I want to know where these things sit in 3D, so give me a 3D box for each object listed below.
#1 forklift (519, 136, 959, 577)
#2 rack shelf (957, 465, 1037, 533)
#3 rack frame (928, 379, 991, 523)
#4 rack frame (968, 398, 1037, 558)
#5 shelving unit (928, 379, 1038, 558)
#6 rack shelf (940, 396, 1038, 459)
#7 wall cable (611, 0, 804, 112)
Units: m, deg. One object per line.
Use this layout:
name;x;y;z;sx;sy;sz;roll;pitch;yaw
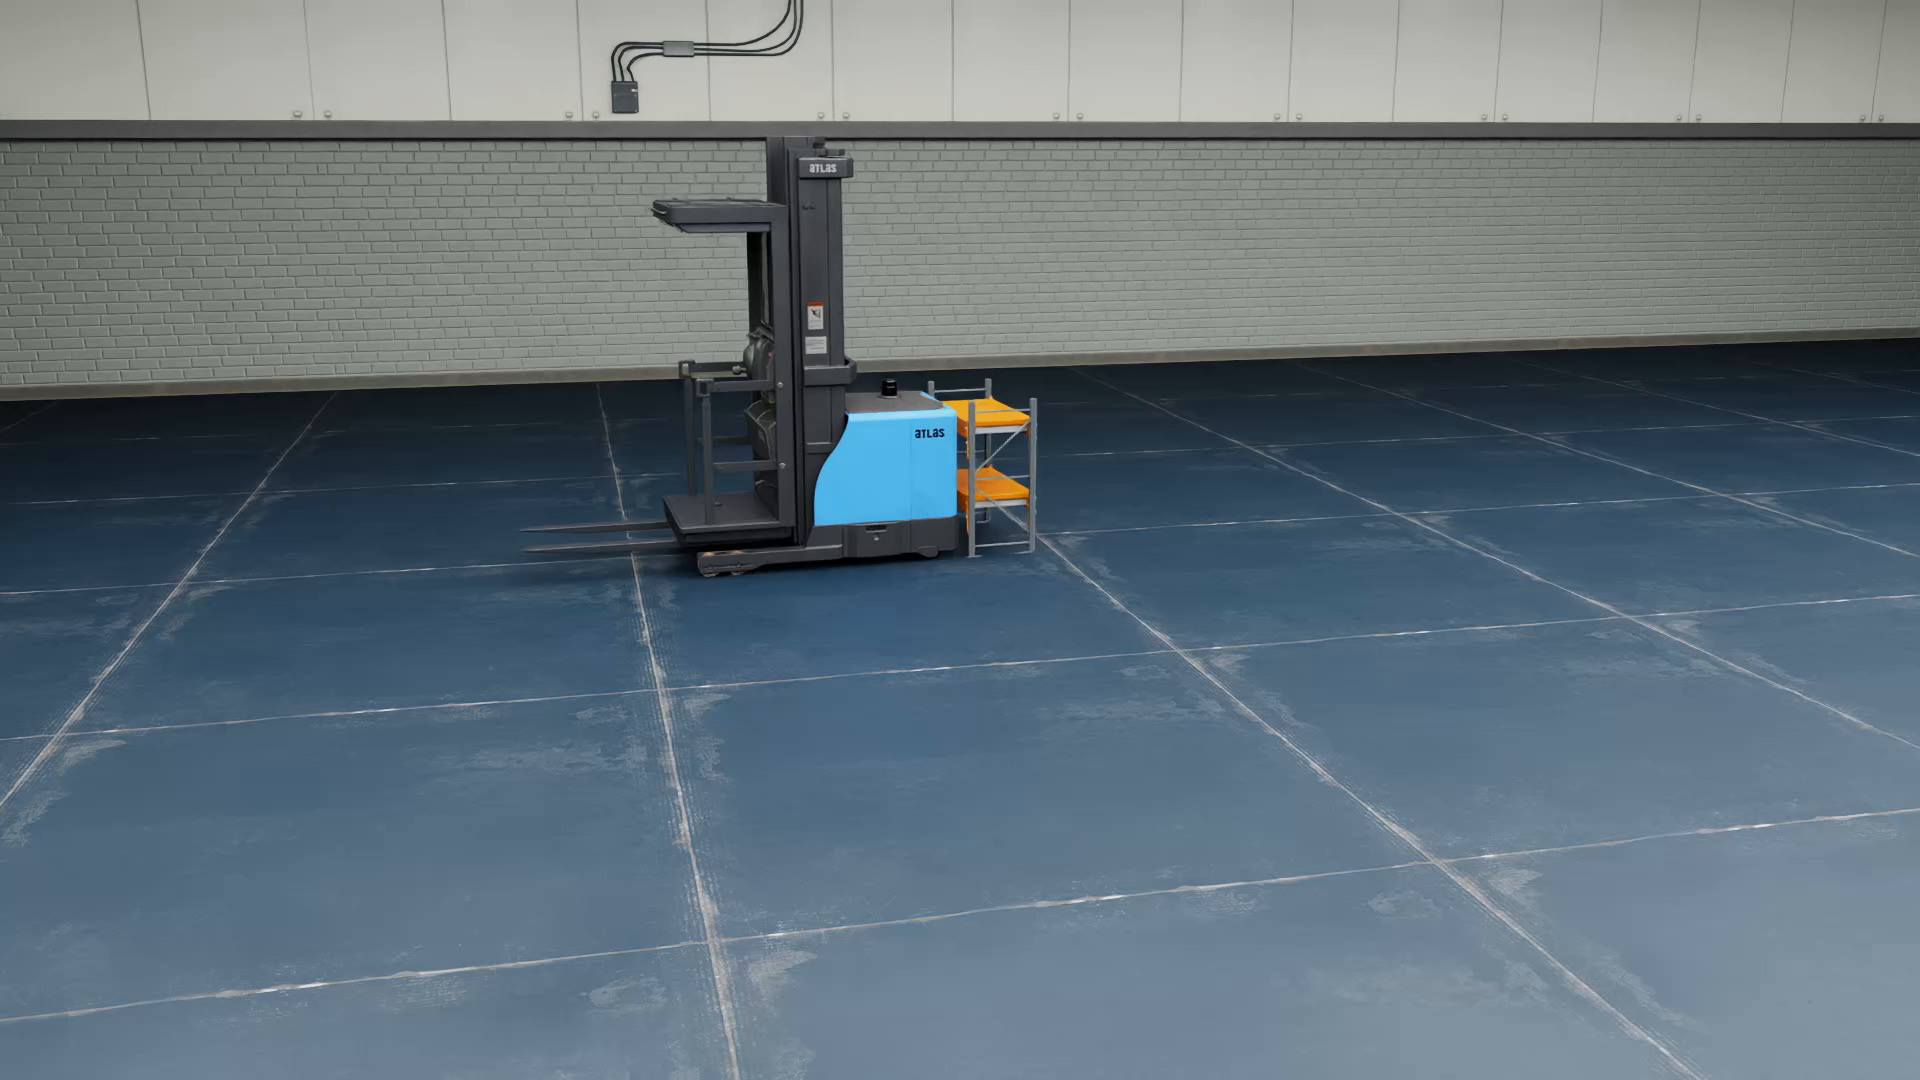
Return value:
forklift;-1.583;-1.309;11.608;3.031;2.935;1.130;-4;14;-15
rack shelf;0.149;-0.319;12.392;0.538;0.278;1.000;-4;14;-17
rack frame;-0.003;-0.672;12.805;0.500;1.125;0.032;-4;14;-17
rack frame;0.301;-0.441;11.863;0.500;1.125;0.032;-4;14;-17
shelving unit;0.149;-0.556;12.334;0.538;1.125;1.048;-4;14;-17
rack shelf;0.149;-0.841;12.265;0.538;0.278;1.000;-4;14;-17
wall cable;-2.987;-8.042;19.216;2.305;6.003;0.169;-3;14;-13
